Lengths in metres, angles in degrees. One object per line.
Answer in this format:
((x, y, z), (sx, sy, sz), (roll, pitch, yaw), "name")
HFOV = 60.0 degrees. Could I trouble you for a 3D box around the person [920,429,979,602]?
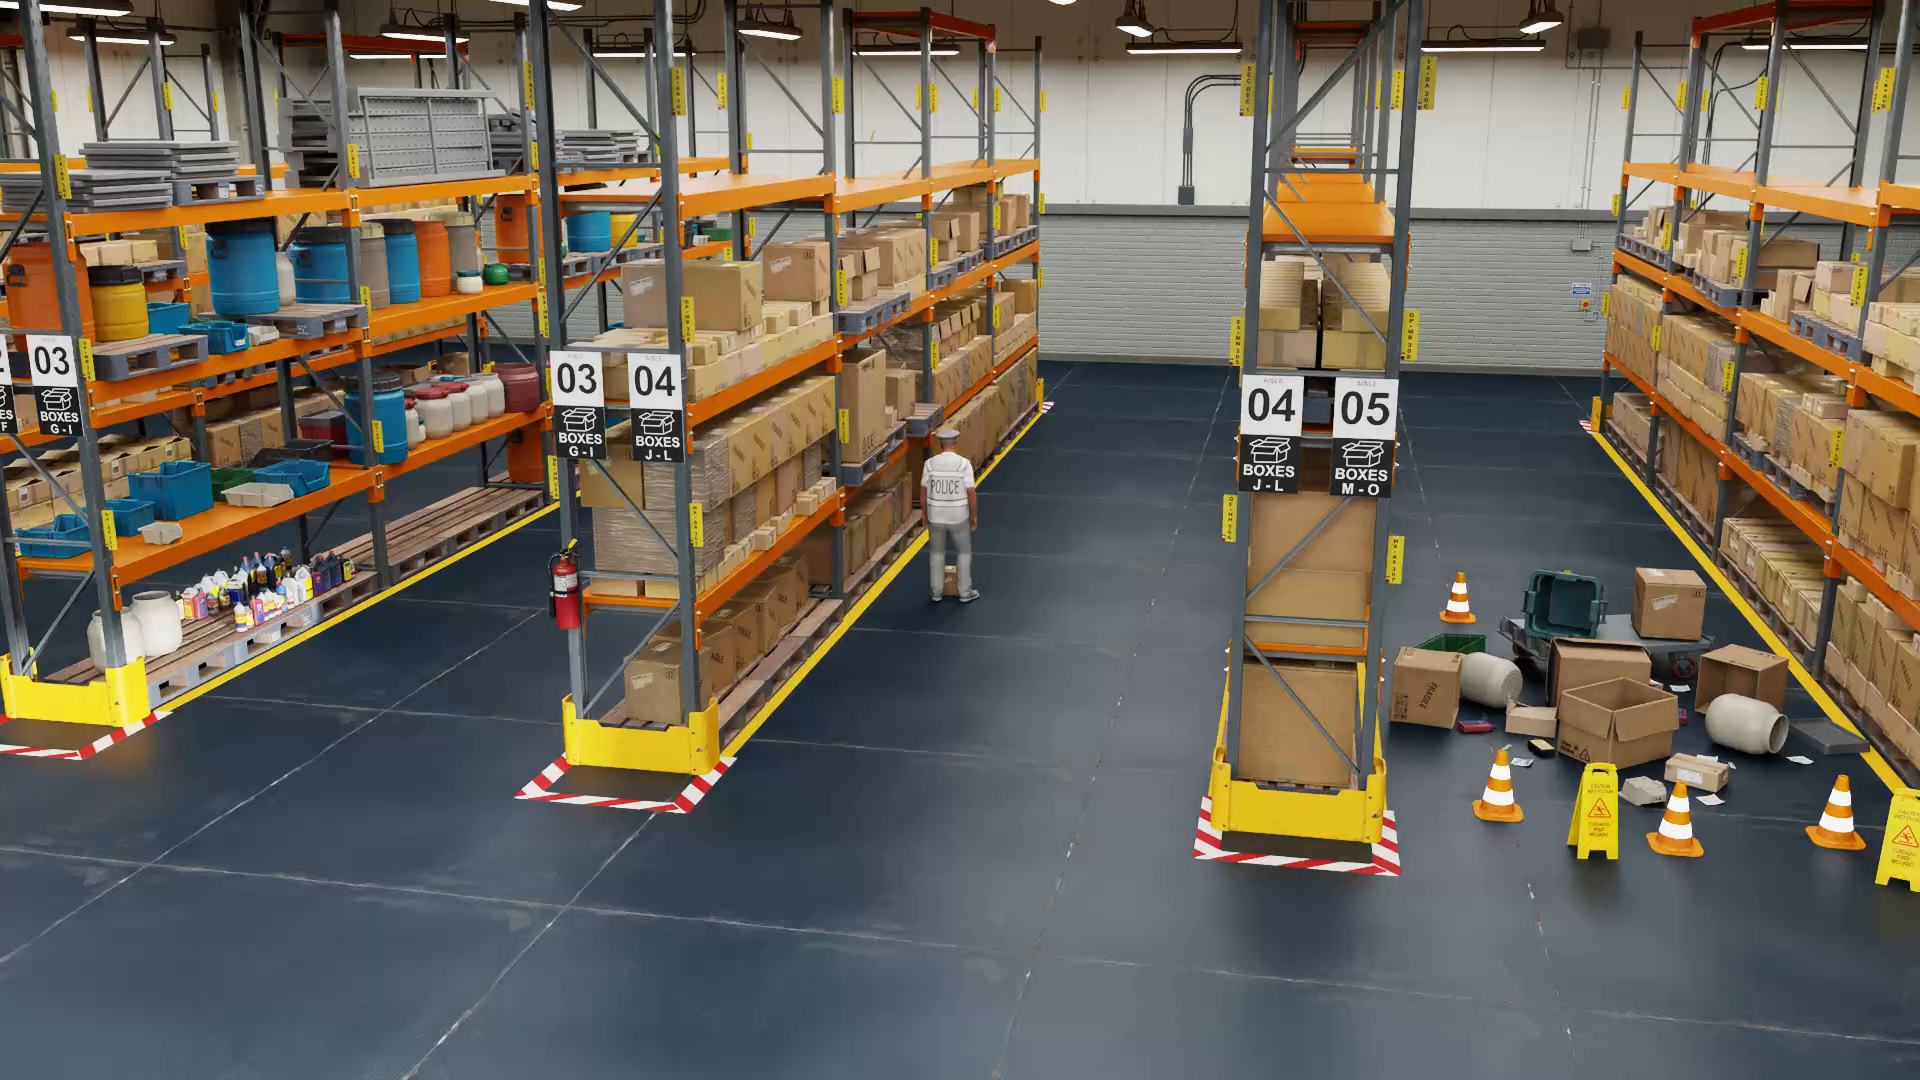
((-0.114, -0.235, 16.898), (0.584, 1.748, 0.433), (3, 15, 11), "person")
